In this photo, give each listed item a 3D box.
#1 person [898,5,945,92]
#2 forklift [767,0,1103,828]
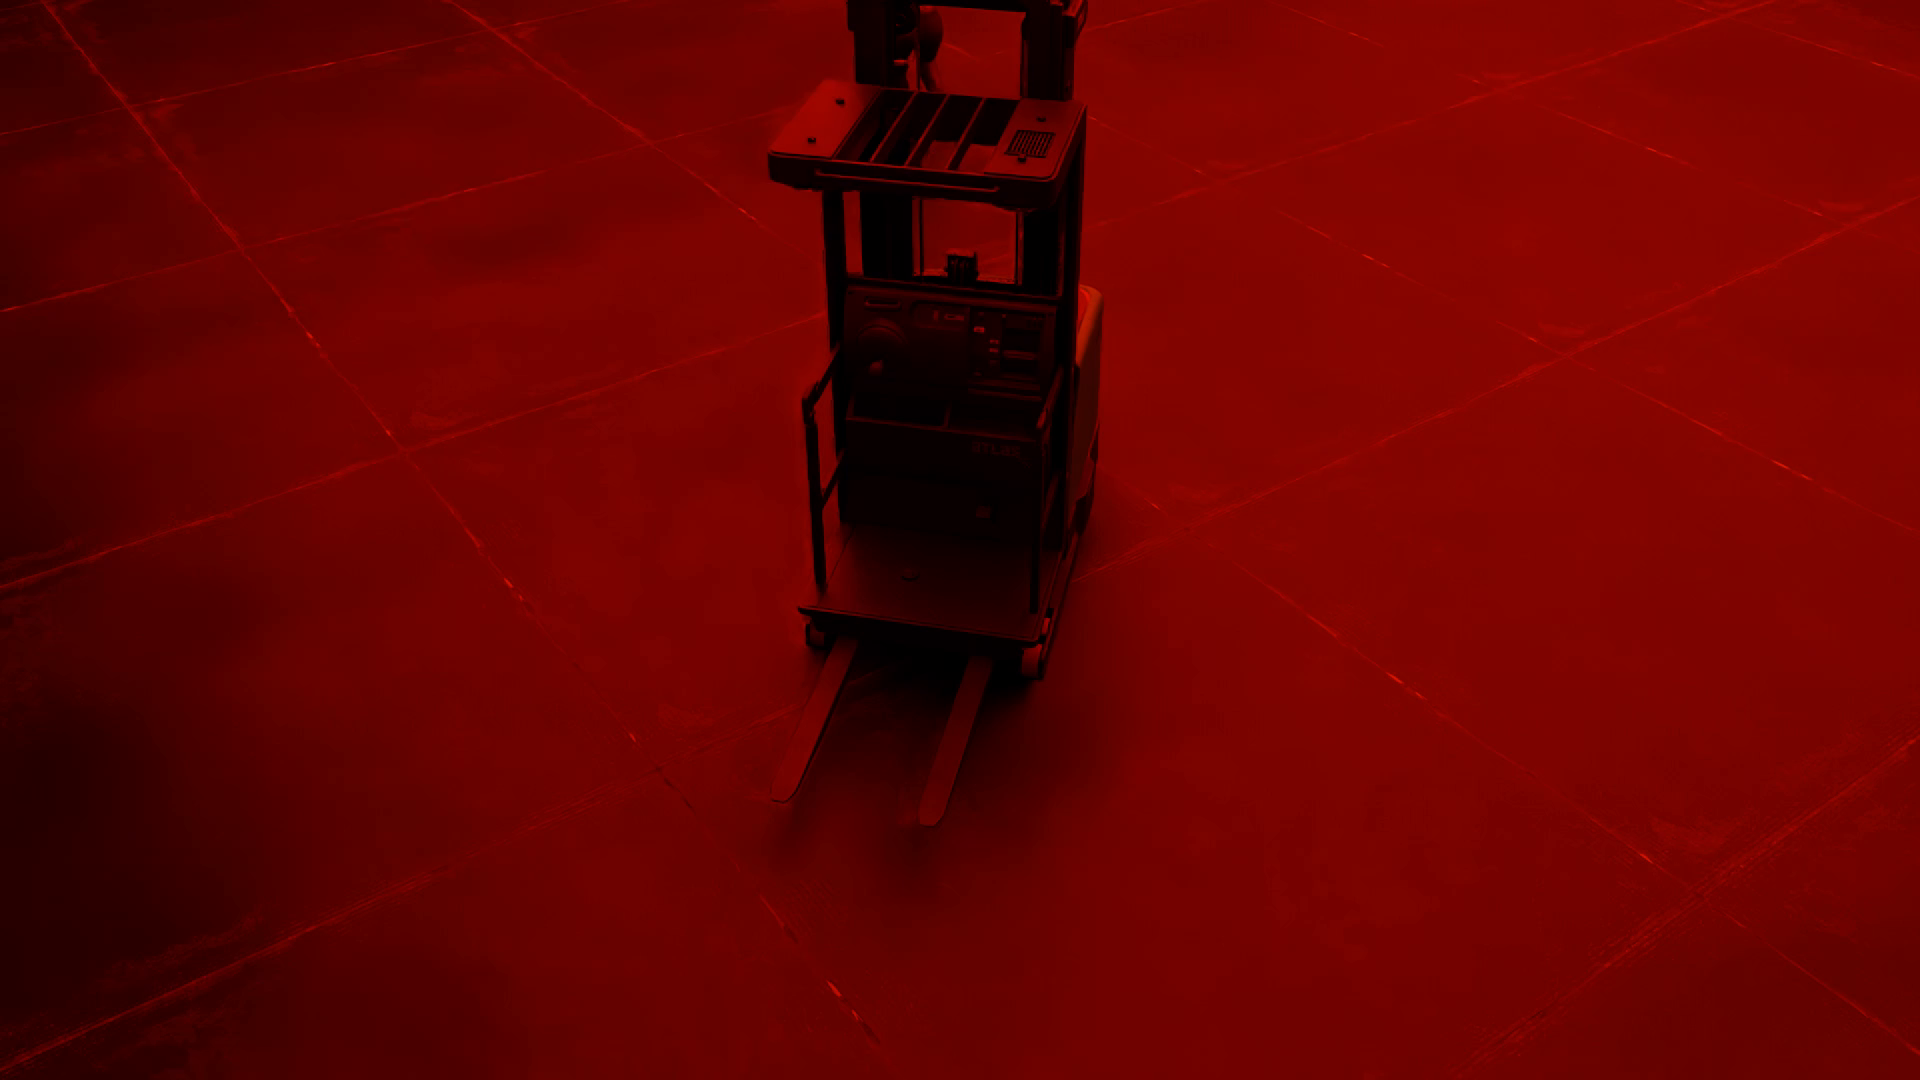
[{"bbox_3d":[-0.383,-3.746,12.136,0.667,1.604,0.530,-16,39,-21],"label":"person"},{"bbox_3d":[-0.094,-0.796,7.021,1.130,2.935,3.031,8,37,10],"label":"forklift"}]
